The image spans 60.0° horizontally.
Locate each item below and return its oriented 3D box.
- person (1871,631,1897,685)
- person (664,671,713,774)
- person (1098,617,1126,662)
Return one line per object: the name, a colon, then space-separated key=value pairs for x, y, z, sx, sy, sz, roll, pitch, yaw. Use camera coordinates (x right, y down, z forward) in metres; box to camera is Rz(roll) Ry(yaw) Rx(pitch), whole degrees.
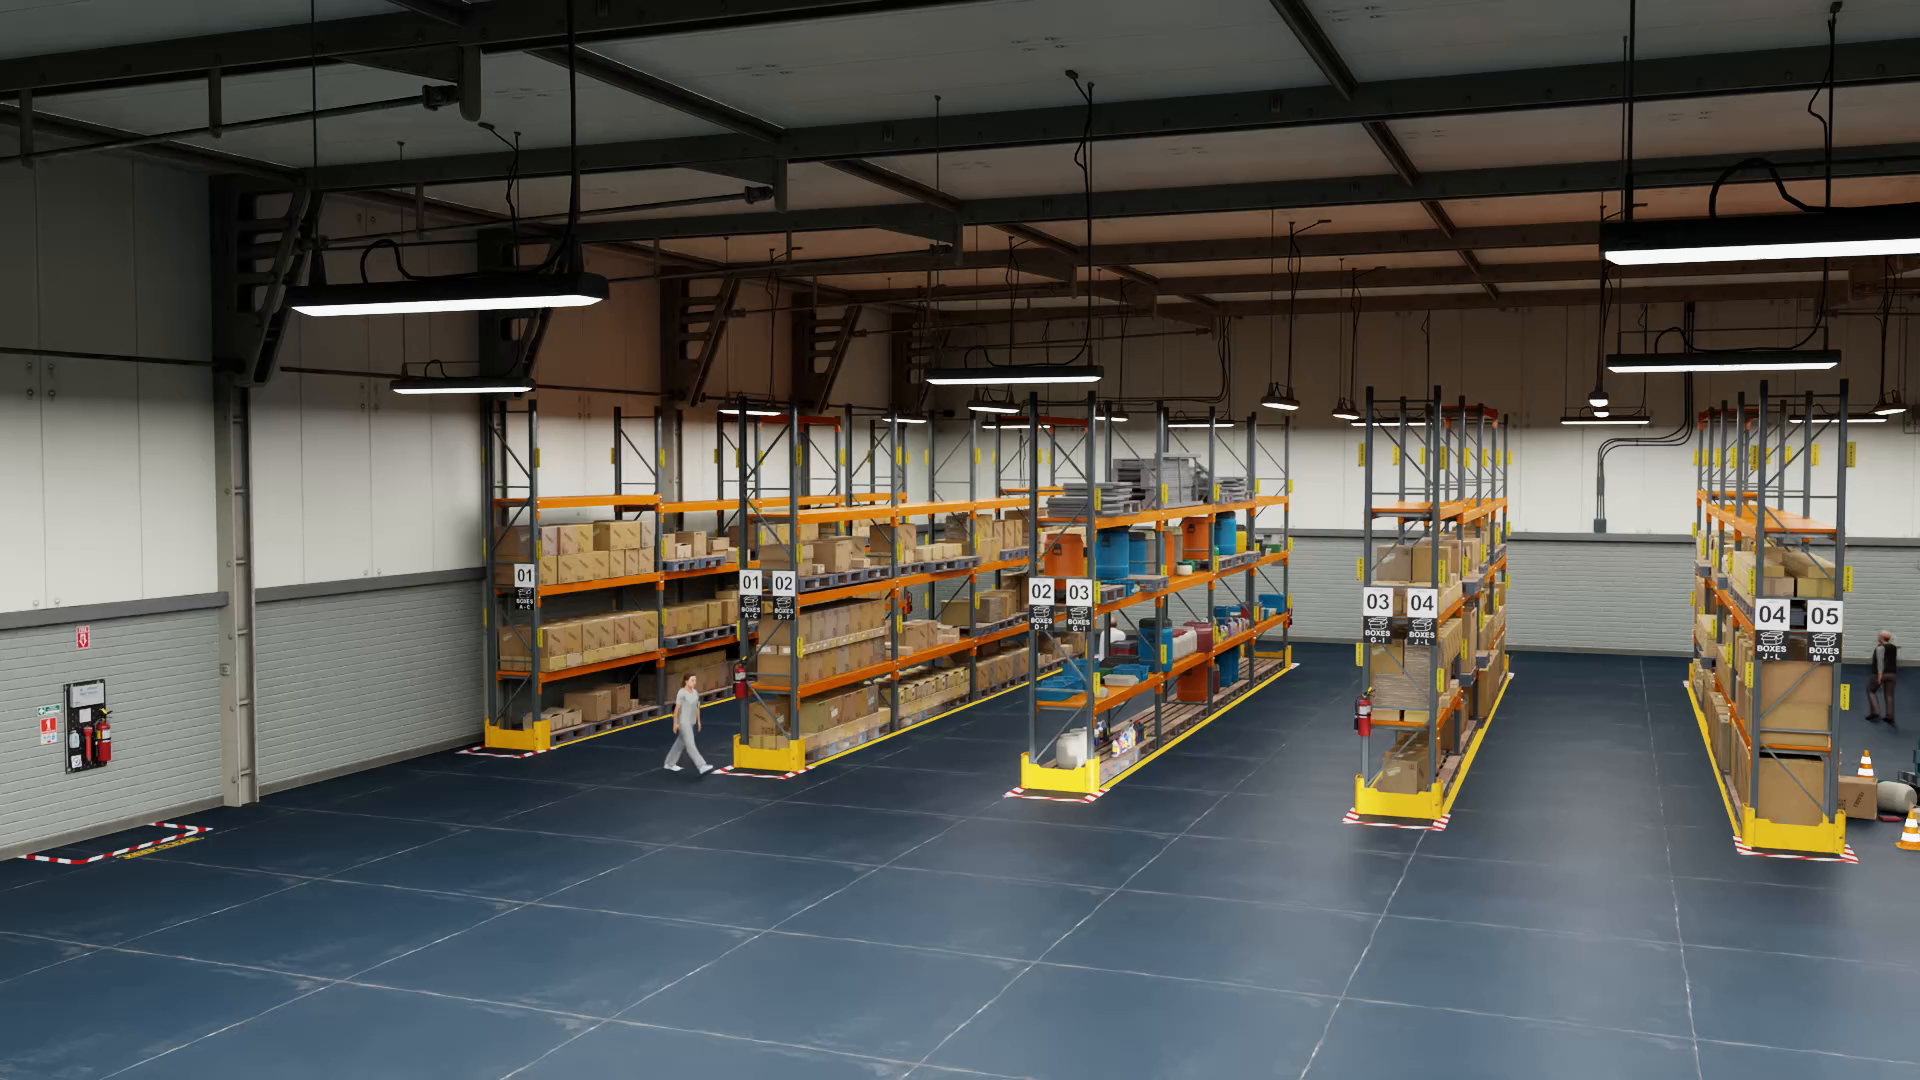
person: x=23.086 y=-0.063 z=34.850 sx=11.407 sy=5.297 sz=7.780 roll=0 pitch=3 yaw=2
person: x=-4.262 y=2.880 z=26.261 sx=1.069 sy=1.603 sz=0.486 roll=1 pitch=3 yaw=23
person: x=-5.182 y=3.216 z=18.295 sx=6.076 sy=1.779 sz=35.120 roll=1 pitch=3 yaw=21
